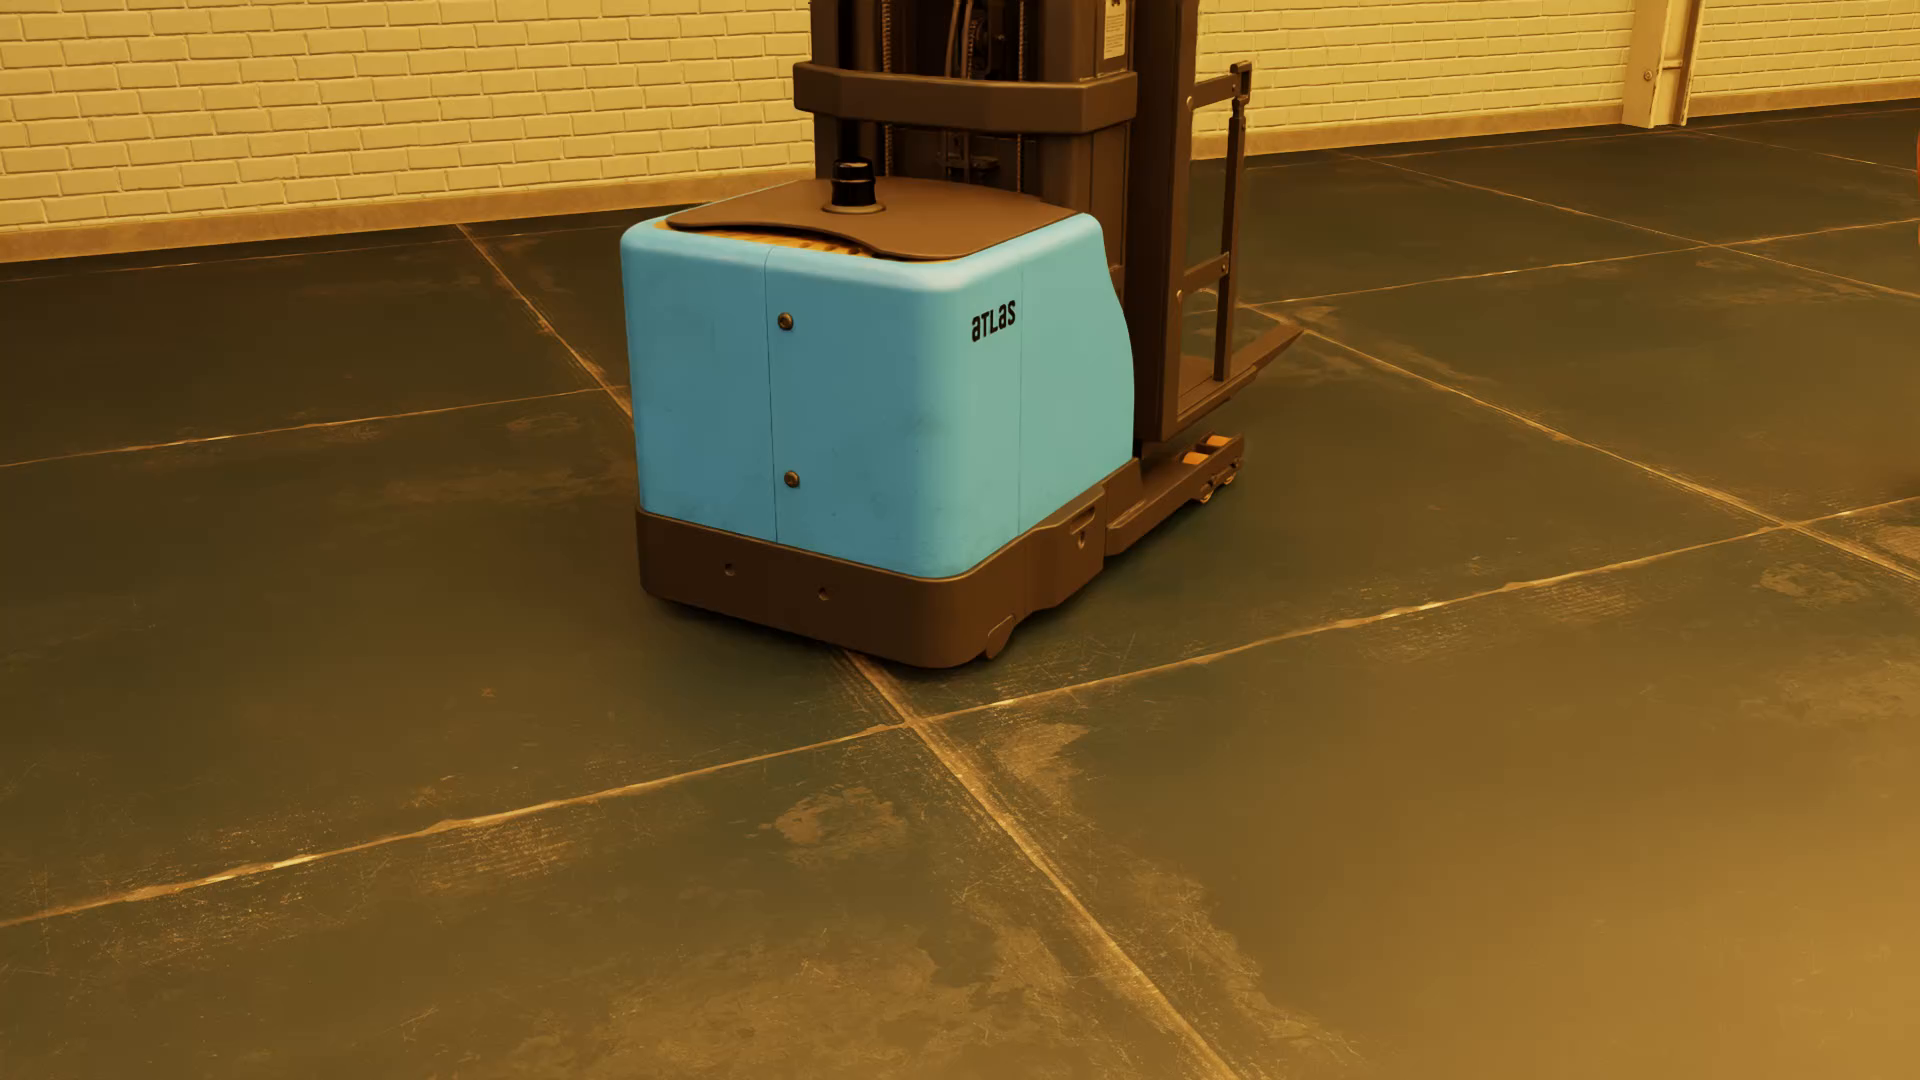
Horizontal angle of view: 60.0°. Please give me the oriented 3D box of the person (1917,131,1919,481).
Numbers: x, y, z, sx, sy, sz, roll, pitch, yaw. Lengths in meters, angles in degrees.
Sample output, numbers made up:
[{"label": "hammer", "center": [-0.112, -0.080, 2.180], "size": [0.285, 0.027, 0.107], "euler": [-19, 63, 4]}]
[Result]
[{"label": "person", "center": [3.349, -0.984, 5.205], "size": [0.551, 1.727, 0.640], "euler": [-12, 25, -27]}]

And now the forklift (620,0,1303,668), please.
[{"label": "forklift", "center": [0.294, -1.553, 5.025], "size": [1.130, 2.935, 3.031], "euler": [13, 26, 28]}]
